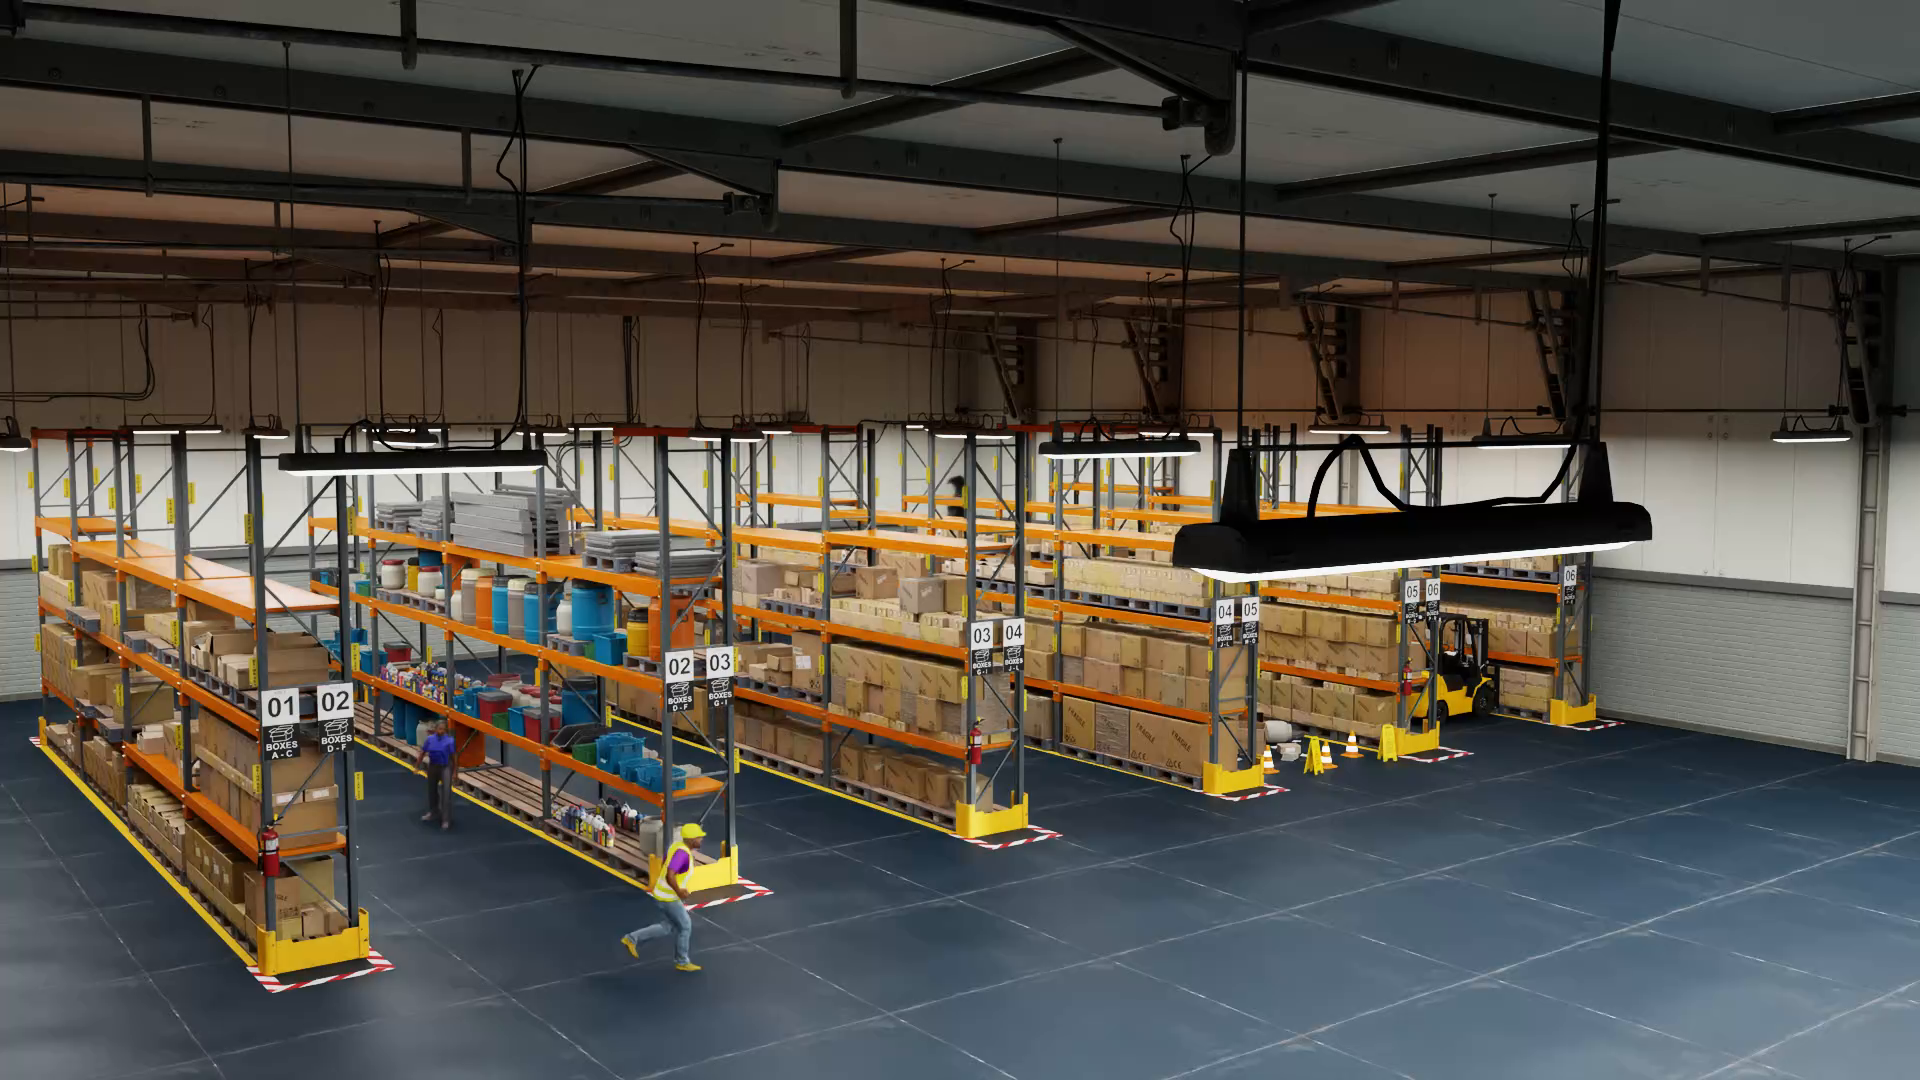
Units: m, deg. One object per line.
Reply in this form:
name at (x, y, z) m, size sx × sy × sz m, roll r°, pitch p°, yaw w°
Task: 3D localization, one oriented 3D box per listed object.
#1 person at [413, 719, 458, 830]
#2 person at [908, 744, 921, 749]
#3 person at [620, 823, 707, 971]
person at (-7.983, 3.531, 25.340) m, size 0.649 × 1.637 × 0.786 m, roll 0°, pitch 4°, yaw -2°
person at (-0.555, 3.108, 30.598) m, size 0.914 × 1.659 × 0.606 m, roll 3°, pitch 6°, yaw 37°
person at (-3.325, 4.042, 18.649) m, size 0.973 × 1.708 × 0.704 m, roll -1°, pitch 5°, yaw -8°
